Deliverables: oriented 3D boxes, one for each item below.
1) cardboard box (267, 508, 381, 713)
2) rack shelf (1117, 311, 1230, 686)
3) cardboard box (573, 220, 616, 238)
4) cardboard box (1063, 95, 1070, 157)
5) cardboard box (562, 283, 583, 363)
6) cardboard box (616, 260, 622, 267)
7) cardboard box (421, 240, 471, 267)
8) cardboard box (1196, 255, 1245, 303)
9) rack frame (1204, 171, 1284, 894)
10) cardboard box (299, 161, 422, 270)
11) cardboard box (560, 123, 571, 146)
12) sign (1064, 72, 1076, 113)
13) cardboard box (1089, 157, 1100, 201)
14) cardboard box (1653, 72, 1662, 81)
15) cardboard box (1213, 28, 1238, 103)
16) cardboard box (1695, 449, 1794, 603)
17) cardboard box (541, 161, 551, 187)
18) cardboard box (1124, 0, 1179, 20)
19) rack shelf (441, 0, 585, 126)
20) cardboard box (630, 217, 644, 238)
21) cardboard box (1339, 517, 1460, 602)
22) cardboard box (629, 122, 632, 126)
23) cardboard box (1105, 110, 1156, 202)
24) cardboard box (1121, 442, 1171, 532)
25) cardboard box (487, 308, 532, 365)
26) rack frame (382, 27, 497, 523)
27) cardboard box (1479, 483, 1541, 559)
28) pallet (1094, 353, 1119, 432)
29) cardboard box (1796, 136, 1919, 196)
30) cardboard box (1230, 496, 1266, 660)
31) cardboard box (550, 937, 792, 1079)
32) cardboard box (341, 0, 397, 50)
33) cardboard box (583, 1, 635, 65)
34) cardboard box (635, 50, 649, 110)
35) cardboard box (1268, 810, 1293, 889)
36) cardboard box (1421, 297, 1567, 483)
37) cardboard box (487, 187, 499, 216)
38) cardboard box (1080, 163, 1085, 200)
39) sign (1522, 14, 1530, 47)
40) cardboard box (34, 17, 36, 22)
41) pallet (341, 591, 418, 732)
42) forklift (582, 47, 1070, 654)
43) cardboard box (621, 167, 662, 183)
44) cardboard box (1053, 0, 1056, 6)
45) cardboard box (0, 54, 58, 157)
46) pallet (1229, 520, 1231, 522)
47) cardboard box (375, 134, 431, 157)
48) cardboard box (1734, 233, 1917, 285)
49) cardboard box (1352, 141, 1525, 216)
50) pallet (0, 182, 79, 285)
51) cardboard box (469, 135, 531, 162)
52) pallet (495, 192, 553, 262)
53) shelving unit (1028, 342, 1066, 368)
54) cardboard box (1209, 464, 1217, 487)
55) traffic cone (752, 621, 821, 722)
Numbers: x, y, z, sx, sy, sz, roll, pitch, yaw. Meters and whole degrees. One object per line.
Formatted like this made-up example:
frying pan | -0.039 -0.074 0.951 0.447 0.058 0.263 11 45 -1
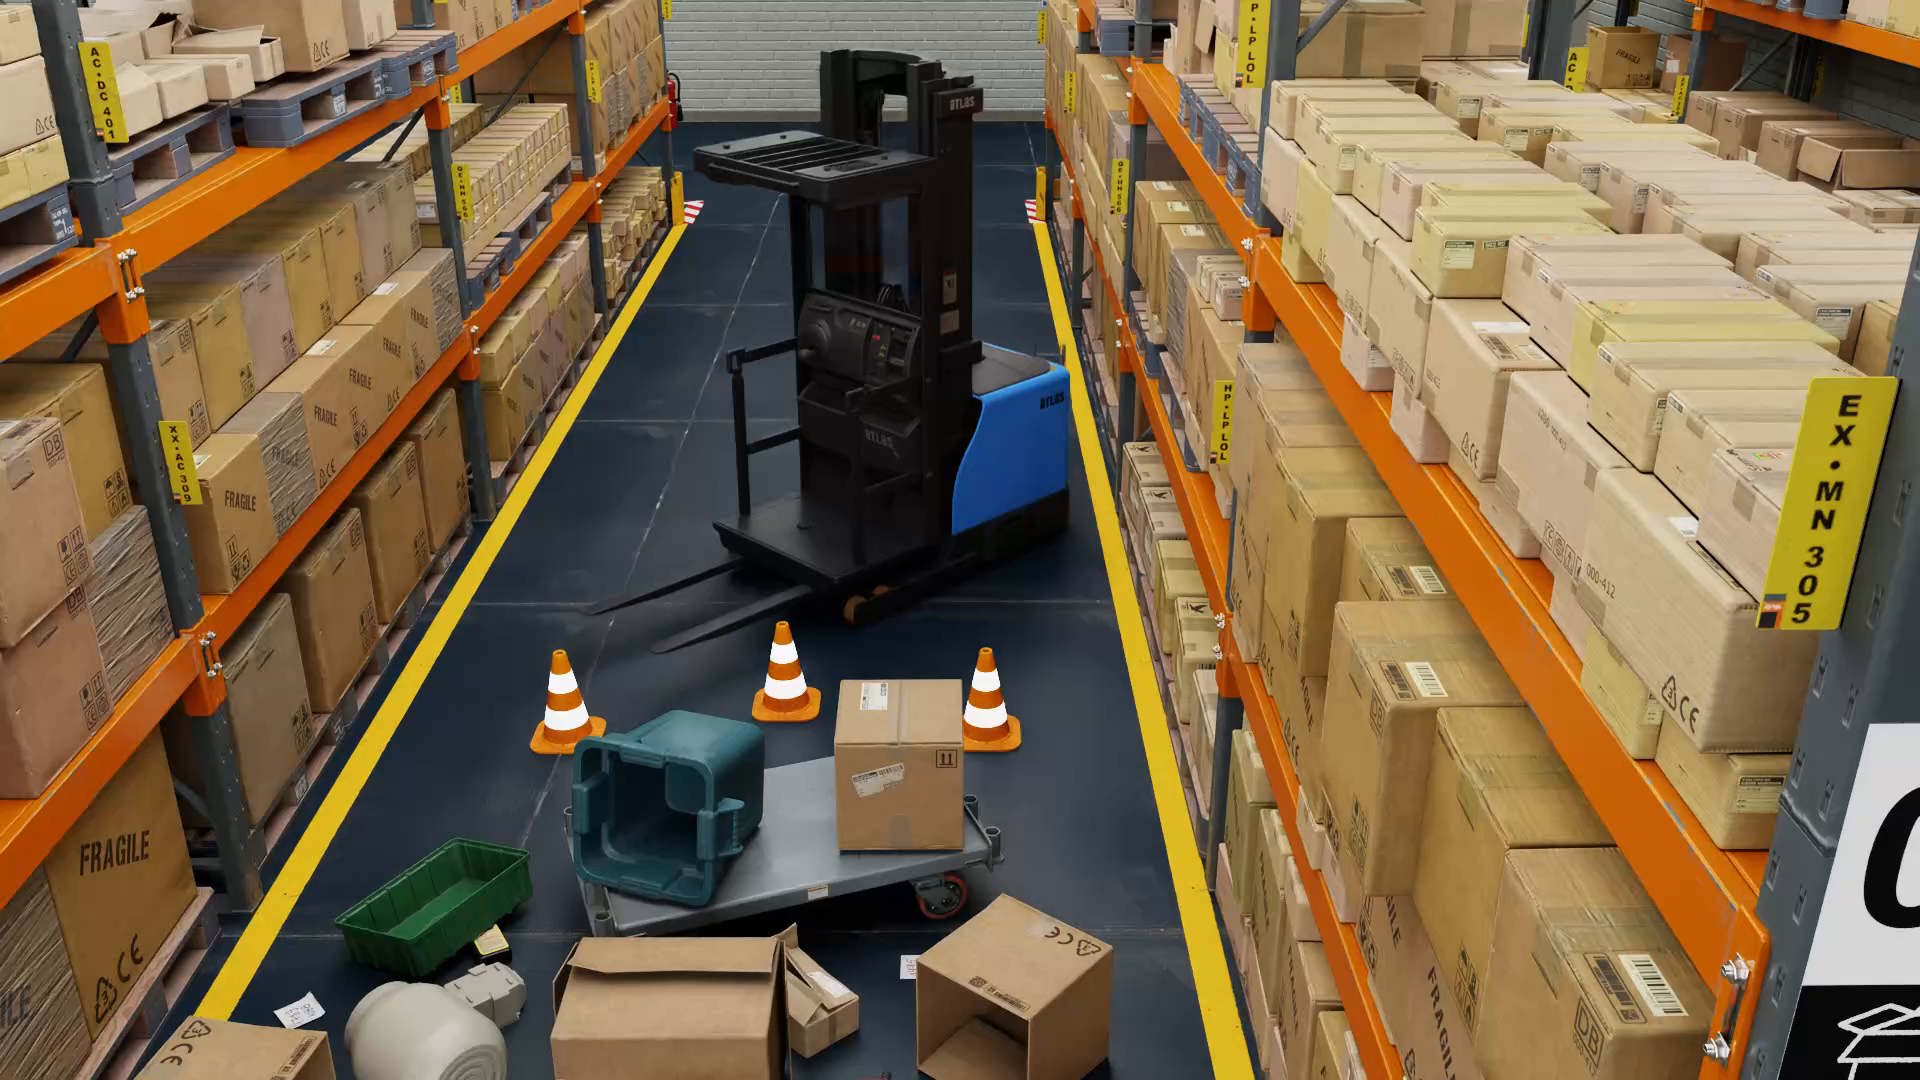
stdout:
cardboard box | -3.511 0.333 8.093 1.050 0.750 0.750 0 24 -1
rack shelf | 1.520 -0.408 8.384 1.077 0.370 4.000 0 24 -1
cardboard box | -3.312 -2.775 14.974 0.380 0.149 0.250 -1 24 -2
cardboard box | 1.182 -3.655 14.571 0.500 0.500 0.500 -1 24 -2
cardboard box | -3.229 -1.681 12.851 0.500 0.500 0.500 -1 24 -2
cardboard box | -3.235 -2.400 14.866 0.380 0.149 0.250 0 24 -1
cardboard box | -3.254 -1.758 10.292 0.380 0.149 0.250 -1 24 -1
cardboard box | 1.264 -1.165 7.407 0.380 0.149 0.250 -1 24 -3
rack frame | 1.542 0.089 6.414 1.000 3.000 0.127 0 24 -1
cardboard box | -3.456 -1.812 9.281 0.700 0.500 0.500 0 24 -1
cardboard box | -3.293 -3.193 13.105 0.380 0.149 0.250 0 24 1
sign | 0.899 -3.635 13.501 0.100 0.325 0.005 0 24 -1
cardboard box | 1.197 -2.553 11.831 0.500 0.250 0.500 -1 24 -2
cardboard box | 6.649 -4.342 16.032 0.500 0.250 0.500 1 24 1
cardboard box | 1.385 -2.060 7.196 0.500 0.250 0.500 0 24 0
cardboard box | 1.286 -0.017 2.344 0.380 0.149 0.250 0 24 0
cardboard box | -3.285 -2.745 12.474 0.380 0.149 0.250 -1 24 -3
cardboard box | 1.343 -3.319 9.674 0.797 0.503 0.637 -2 24 -4
rack shelf | -3.473 -3.359 11.269 1.077 0.370 4.000 0 24 -1
cardboard box | -3.206 -2.957 15.738 0.380 0.149 0.250 0 24 0
cardboard box | 1.388 0.266 4.325 0.700 0.500 0.500 0 24 -1
cardboard box | -3.326 -4.013 15.789 0.380 0.149 0.250 -1 24 -3
cardboard box | 1.217 -2.484 10.767 0.500 0.500 0.500 0 24 0
cardboard box | 1.494 -0.321 9.998 0.950 0.372 0.625 -2 24 -4
cardboard box | -3.222 -1.384 11.284 0.500 0.250 0.500 -1 24 -1
rack frame | -3.451 -1.496 9.917 1.000 3.000 0.127 0 24 -1
cardboard box | 1.311 -0.080 3.452 0.380 0.149 0.250 0 24 -1
pallet | 1.554 -1.116 12.461 1.003 0.211 1.213 0 24 -1
cardboard box | 6.259 -2.494 11.488 0.797 0.503 0.637 -1 24 -2
cardboard box | 1.268 0.090 5.928 0.500 0.500 0.500 0 24 -1
cardboard box | -0.984 1.715 5.683 0.797 0.637 0.503 0 24 -1
cardboard box | -3.139 -2.629 8.261 0.500 0.311 0.500 0 24 -1
cardboard box | -3.255 -4.600 15.086 0.500 0.500 0.500 -1 24 -2
cardboard box | -3.260 -4.368 15.786 0.500 0.500 0.500 0 24 0
cardboard box | 1.227 1.021 5.483 0.380 0.149 0.250 1 24 1
cardboard box | 1.295 -0.328 3.515 0.500 0.250 0.500 0 24 1
cardboard box | -3.270 -2.234 10.983 0.380 0.149 0.250 0 24 0
cardboard box | 1.202 -2.744 12.858 0.500 0.250 0.500 -1 24 -2
sign | 5.831 -5.272 17.216 0.100 0.325 0.005 0 24 -1
cardboard box | -8.758 -4.815 16.168 0.500 0.500 0.500 -1 24 -2
pallet | -3.507 0.602 8.664 1.003 0.211 1.213 0 24 -1
forklift | -0.717 -1.097 9.119 1.130 2.935 3.031 22 32 40
cardboard box | -3.279 -3.739 17.104 0.380 0.149 0.250 0 24 0
cardboard box | 1.100 -5.290 16.184 0.380 0.149 0.250 0 24 1
cardboard box | -3.145 -1.316 5.071 0.500 0.250 0.500 -1 24 -1
pallet | 1.679 -0.139 7.151 1.003 0.211 1.213 0 24 -1
cardboard box | -3.935 -2.795 11.862 0.380 0.149 0.250 1 24 1
cardboard box | 1.878 -0.546 3.516 0.380 0.149 0.250 0 24 1
cardboard box | 1.274 -0.969 4.450 0.380 0.149 0.250 -1 24 -2
pallet | -3.409 -0.836 4.927 1.003 0.211 1.213 0 24 -1
cardboard box | -3.281 -2.790 11.853 0.380 0.149 0.250 -1 24 -3
pallet | -3.513 -2.224 11.760 1.003 0.211 1.213 0 24 -1
shelving unit | 0.540 -0.705 10.535 0.215 1.050 0.252 5 25 10
cardboard box | 1.275 -0.308 7.086 0.380 0.149 0.250 -1 24 -2
traffic cone | -0.875 0.625 8.307 0.336 0.463 0.334 0 24 -1
